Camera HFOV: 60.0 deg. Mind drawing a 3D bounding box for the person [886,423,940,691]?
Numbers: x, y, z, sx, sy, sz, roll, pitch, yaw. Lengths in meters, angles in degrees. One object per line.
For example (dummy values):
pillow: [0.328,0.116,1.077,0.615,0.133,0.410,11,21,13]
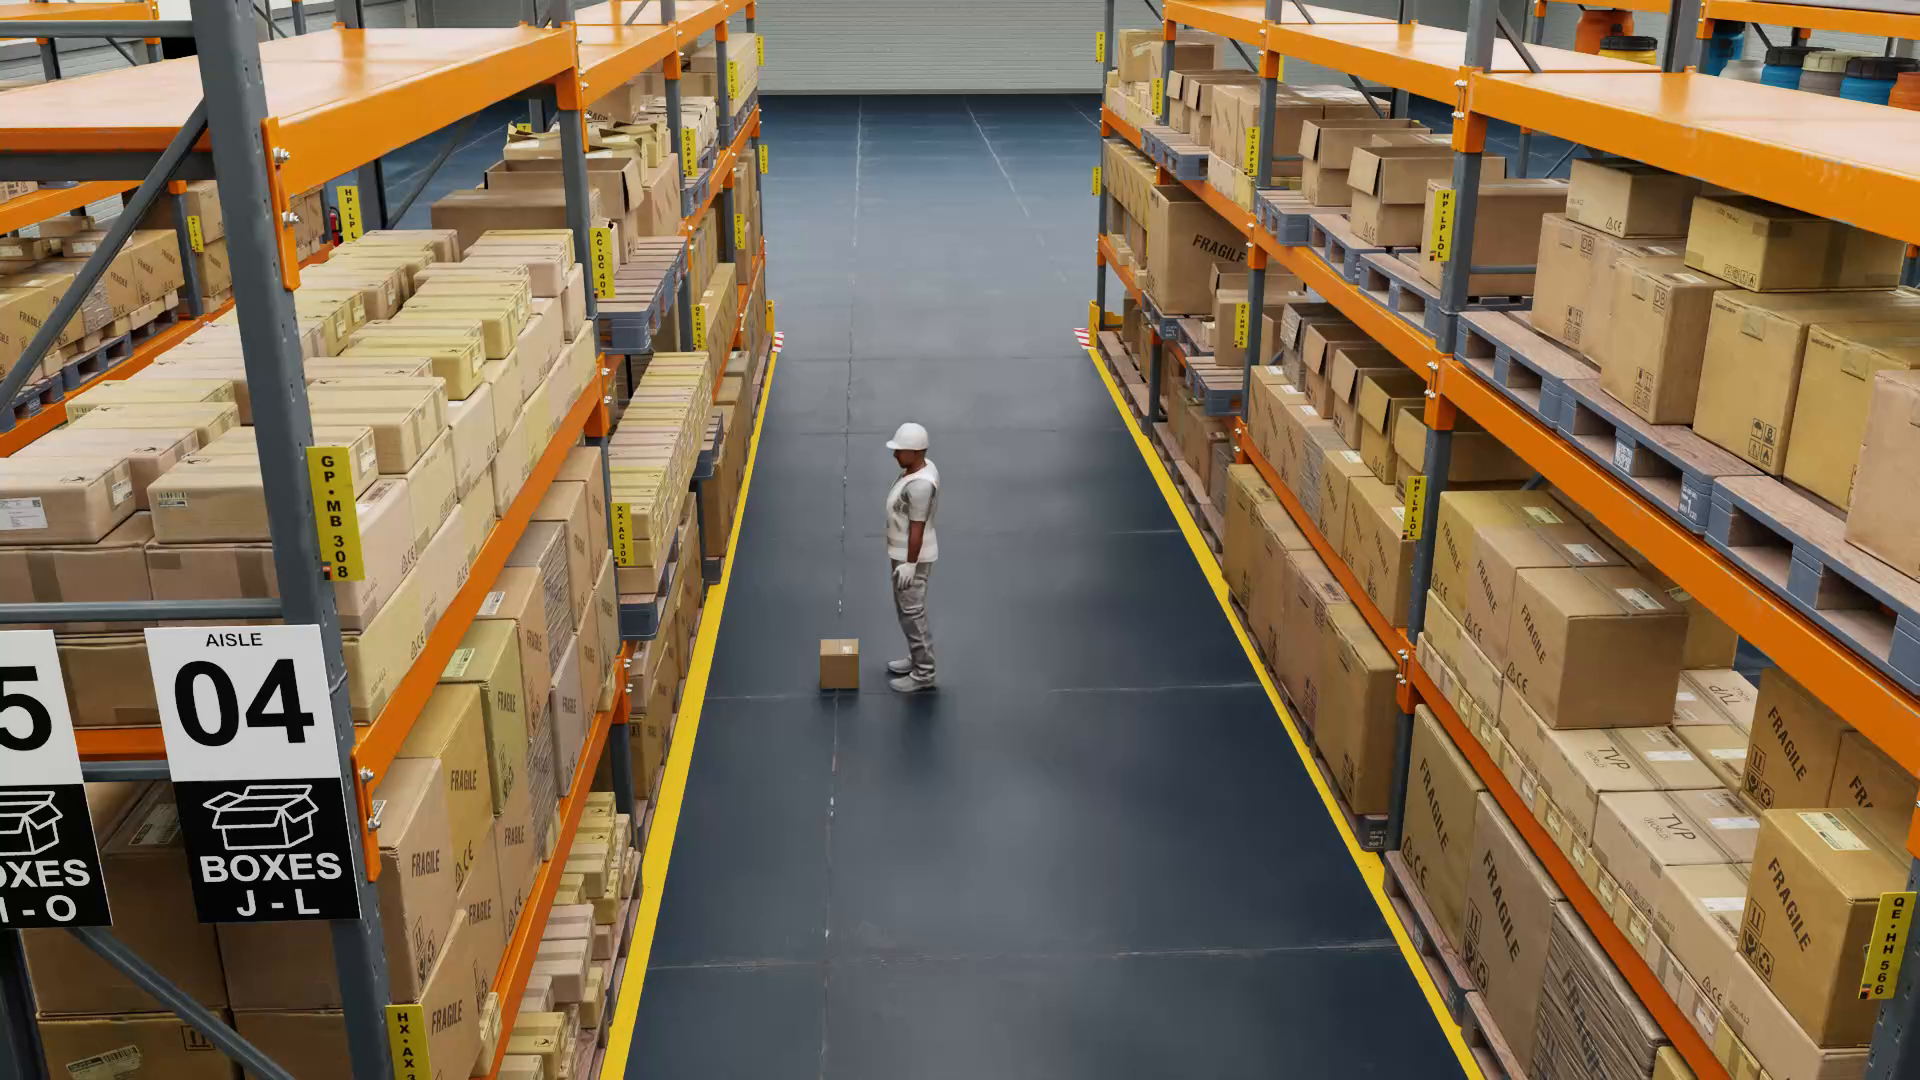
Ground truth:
person: [-0.308,0.102,10.781,0.361,1.781,0.547,-1,20,-2]
